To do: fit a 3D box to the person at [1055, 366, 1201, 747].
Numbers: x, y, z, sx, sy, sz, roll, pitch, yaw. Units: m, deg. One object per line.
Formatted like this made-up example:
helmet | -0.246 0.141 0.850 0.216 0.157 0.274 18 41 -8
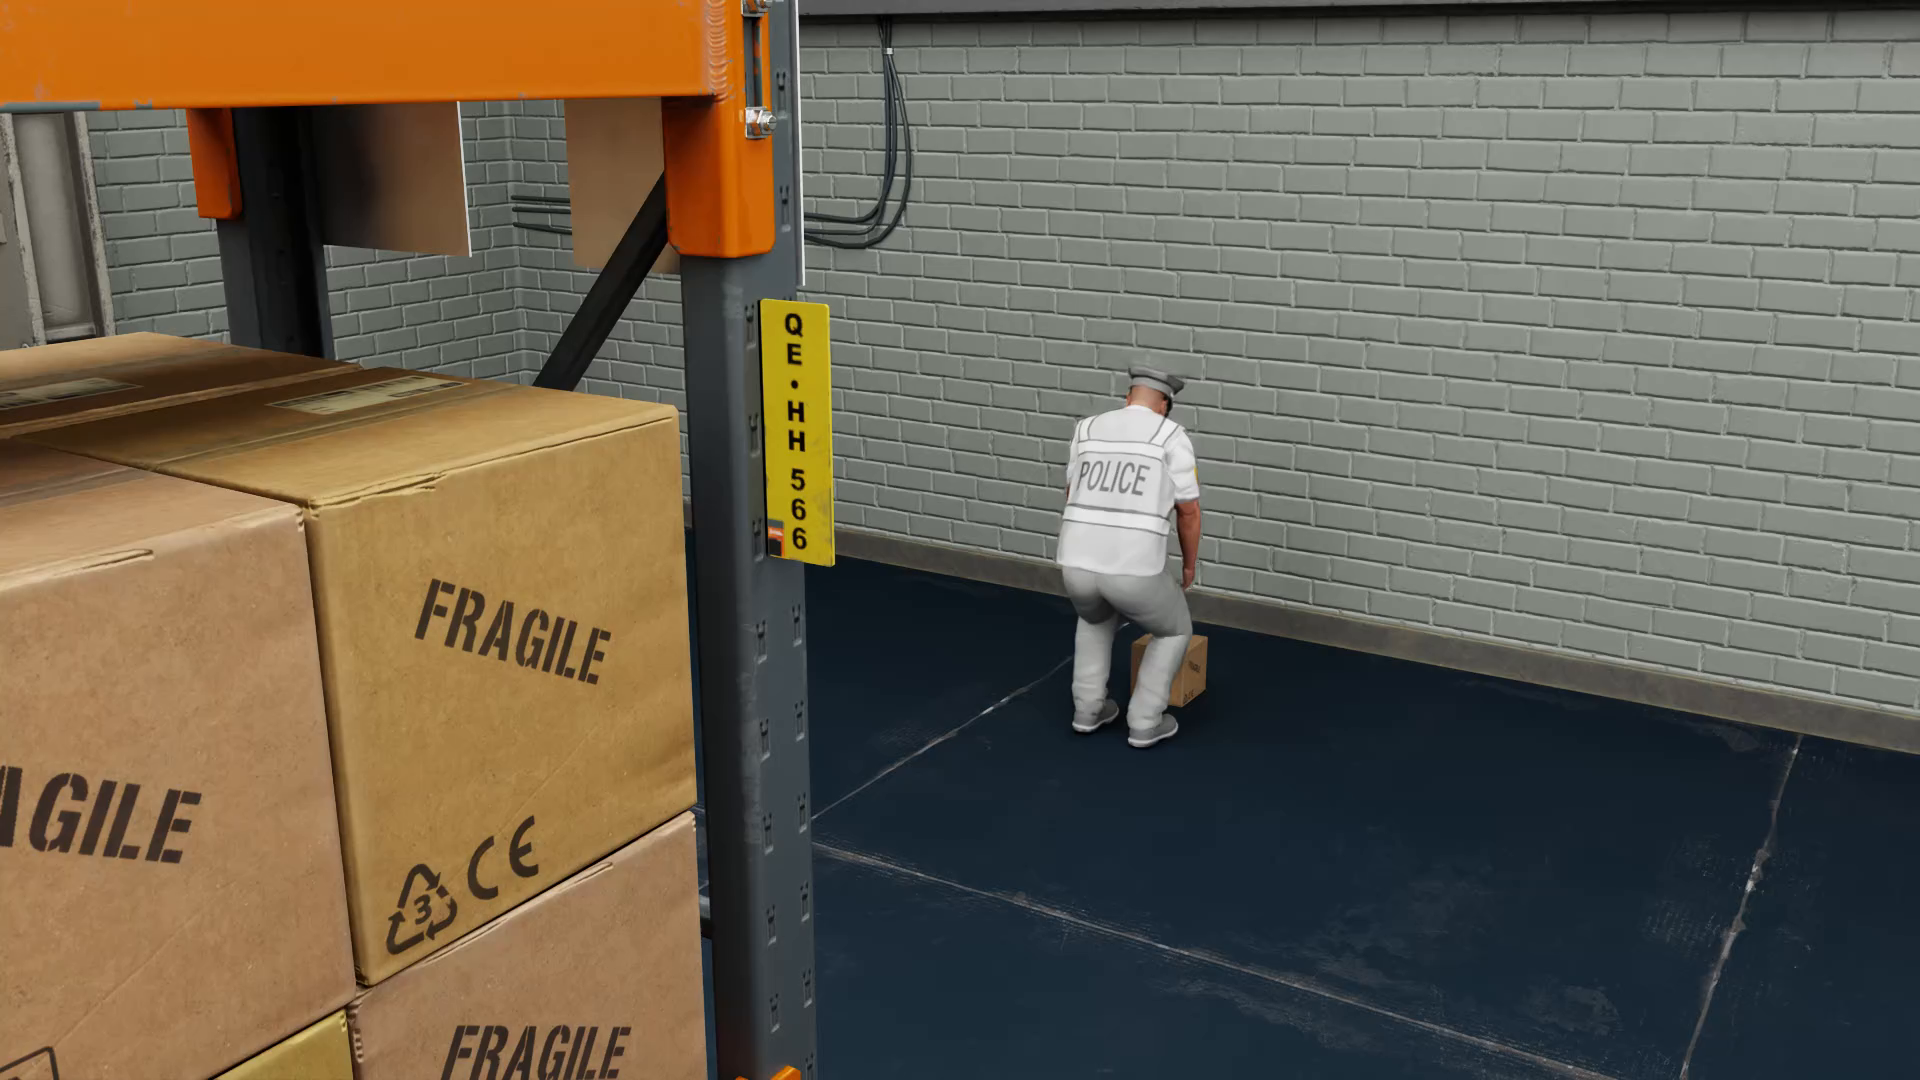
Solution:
person | 0.668 0.063 6.783 0.588 1.496 0.751 10 19 31
